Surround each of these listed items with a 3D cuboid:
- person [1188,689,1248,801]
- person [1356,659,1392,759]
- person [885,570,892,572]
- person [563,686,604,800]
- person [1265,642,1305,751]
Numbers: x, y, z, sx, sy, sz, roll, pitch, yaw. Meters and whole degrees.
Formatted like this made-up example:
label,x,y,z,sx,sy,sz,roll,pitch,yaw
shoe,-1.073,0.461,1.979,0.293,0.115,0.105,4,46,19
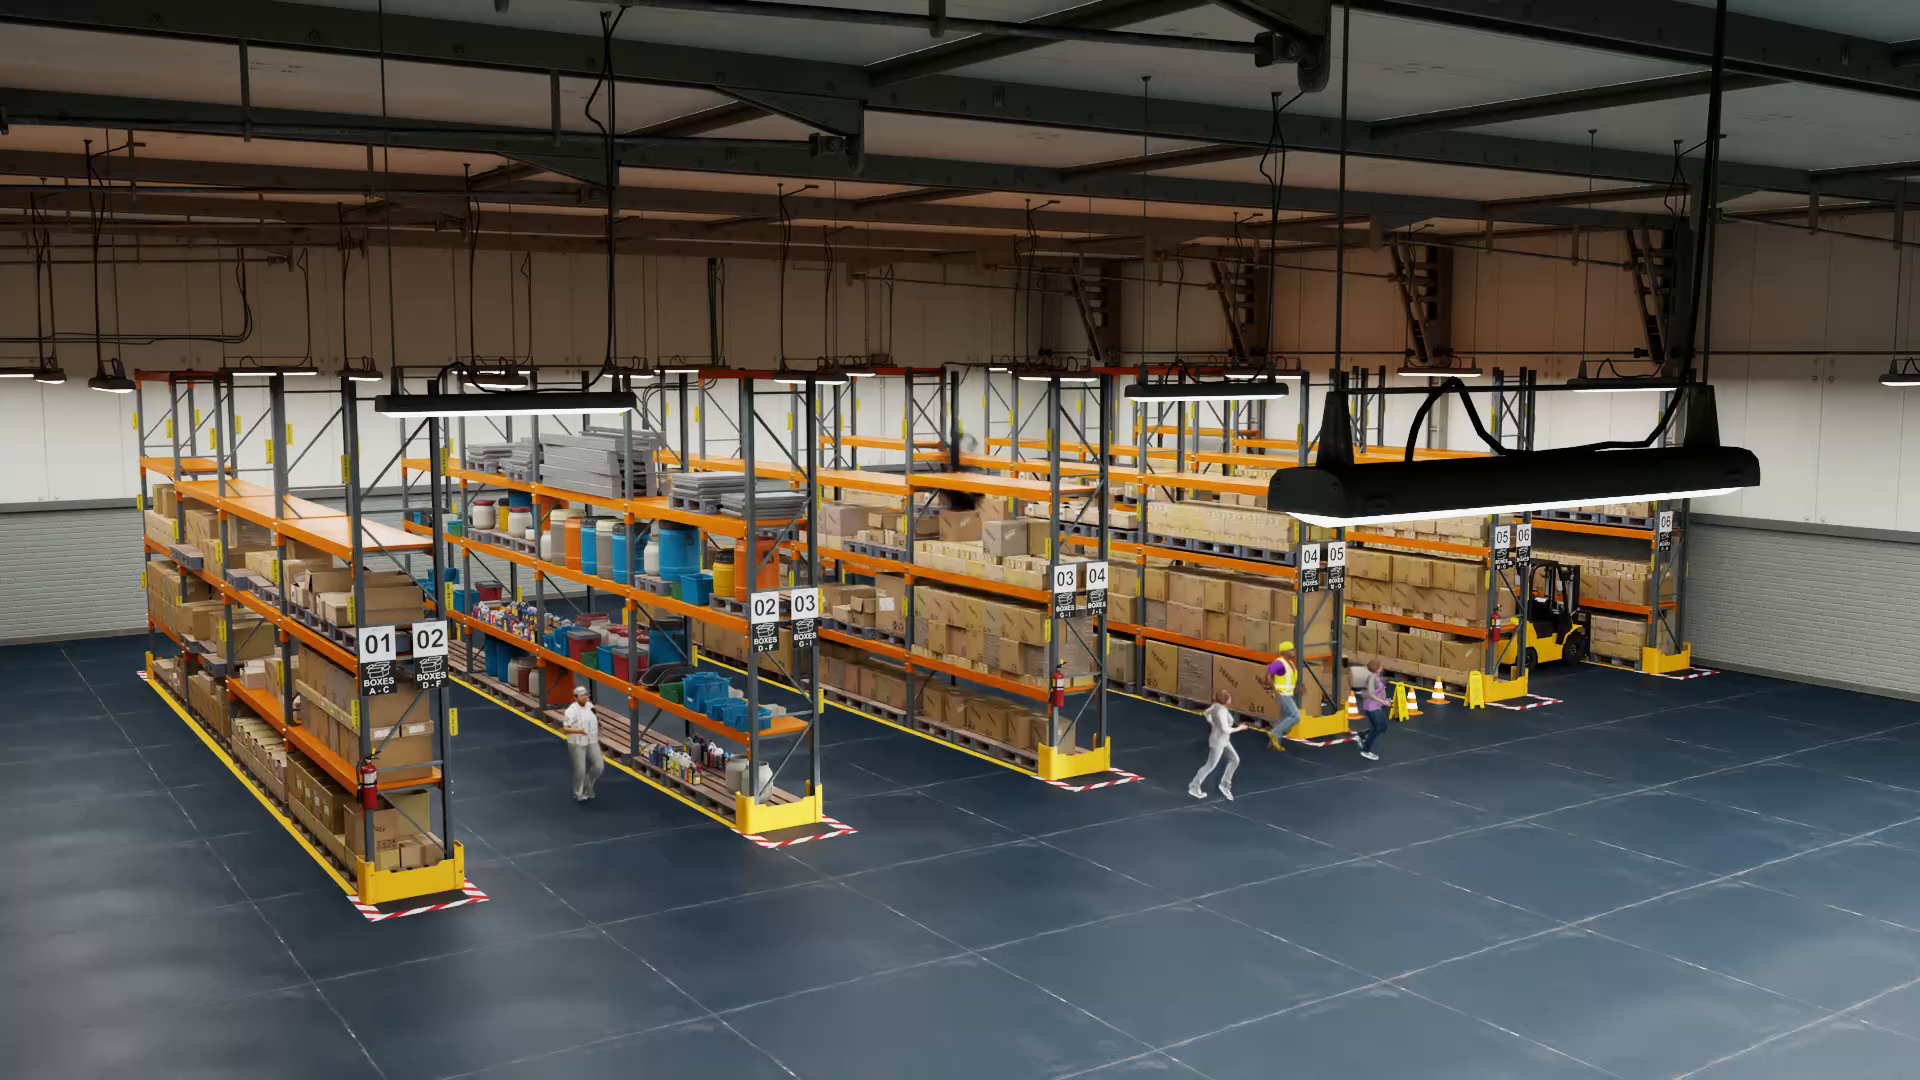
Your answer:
label,x,y,z,sx,sy,sz,roll,pitch,yaw
person,3.646,2.894,23.473,0.820,1.614,0.545,1,7,9
person,6.477,2.637,26.015,0.566,1.572,0.580,3,7,22
person,-1.478,1.471,35.745,0.666,1.687,0.528,-4,8,-31
person,-5.268,2.877,23.422,0.591,1.638,0.576,-6,9,-41
person,5.220,2.484,26.564,0.573,1.719,0.688,3,7,23
